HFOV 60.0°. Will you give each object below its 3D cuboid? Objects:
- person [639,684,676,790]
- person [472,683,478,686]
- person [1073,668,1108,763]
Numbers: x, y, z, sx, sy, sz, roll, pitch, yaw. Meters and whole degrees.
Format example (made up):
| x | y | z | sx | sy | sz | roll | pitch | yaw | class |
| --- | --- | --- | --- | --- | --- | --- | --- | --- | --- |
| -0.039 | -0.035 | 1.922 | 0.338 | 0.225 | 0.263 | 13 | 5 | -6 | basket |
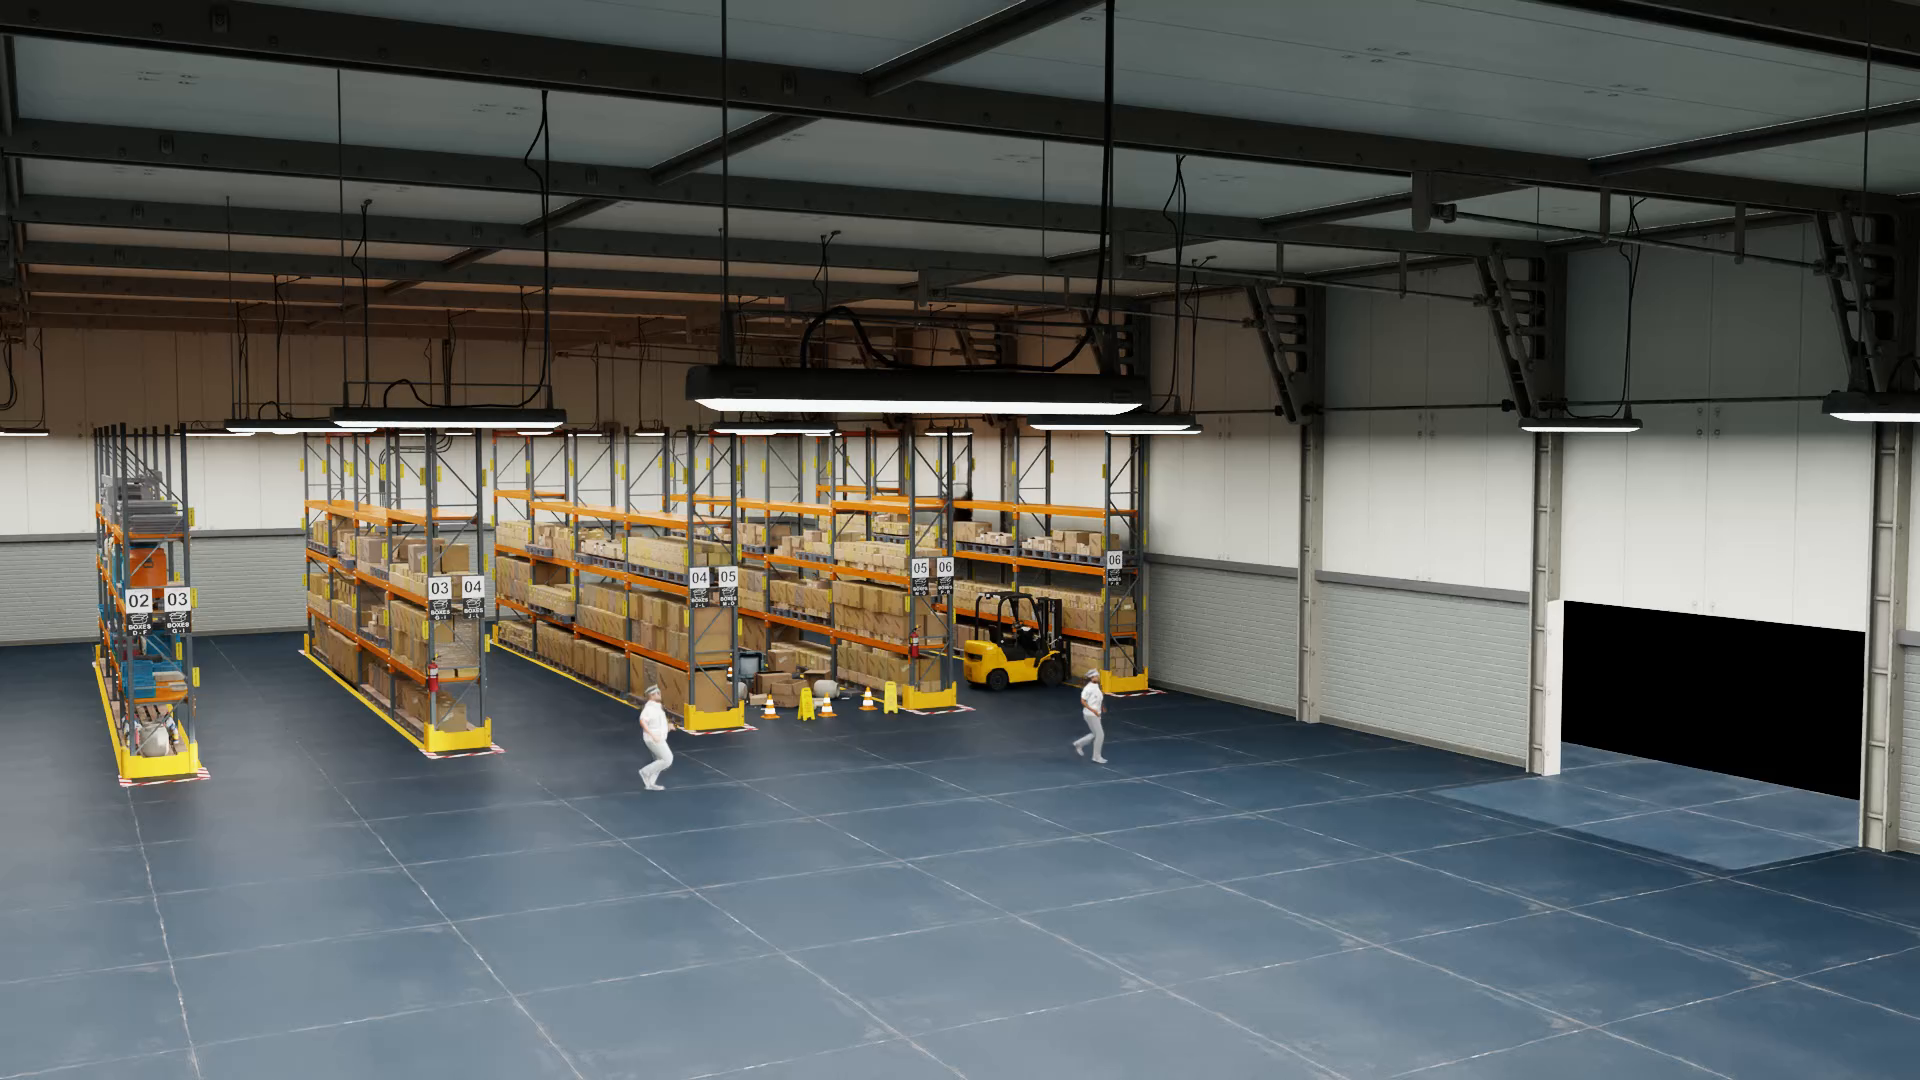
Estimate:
| x | y | z | sx | sy | sz | roll | pitch | yaw | class |
| --- | --- | --- | --- | --- | --- | --- | --- | --- | --- |
| -4.924 | 3.212 | 27.076 | 0.591 | 1.739 | 0.658 | 0 | 3 | -6 | person |
| -11.533 | 2.491 | 38.759 | 0.641 | 1.822 | 0.801 | -2 | 4 | -36 | person |
| 2.312 | 3.104 | 29.501 | 0.638 | 1.685 | 0.587 | 1 | 4 | 20 | person |
